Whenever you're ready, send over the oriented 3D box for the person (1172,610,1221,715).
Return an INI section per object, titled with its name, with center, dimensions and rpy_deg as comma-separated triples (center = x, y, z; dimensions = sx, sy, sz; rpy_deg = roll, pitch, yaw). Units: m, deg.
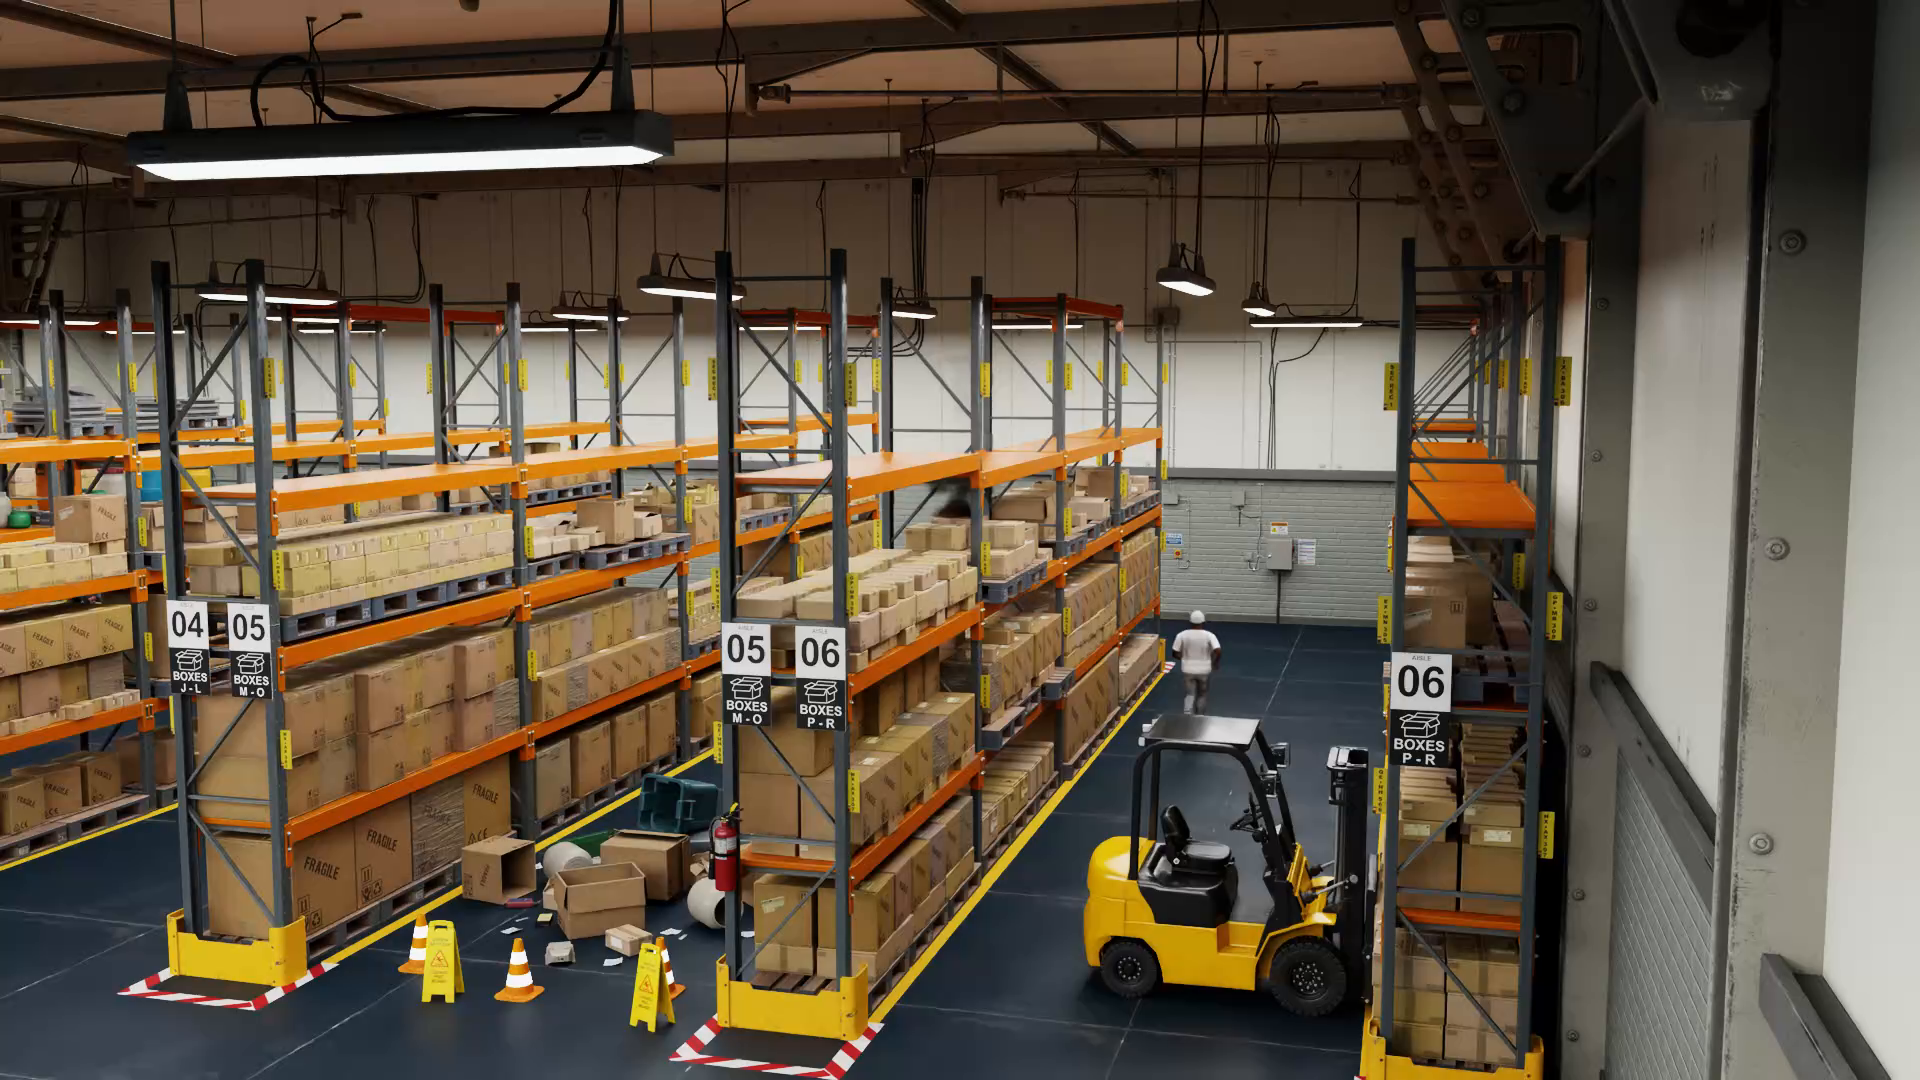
[person]
center = 3.302, 1.856, 23.199
dimensions = 0.700, 1.761, 0.872
rpy_deg = 2, 6, 14
